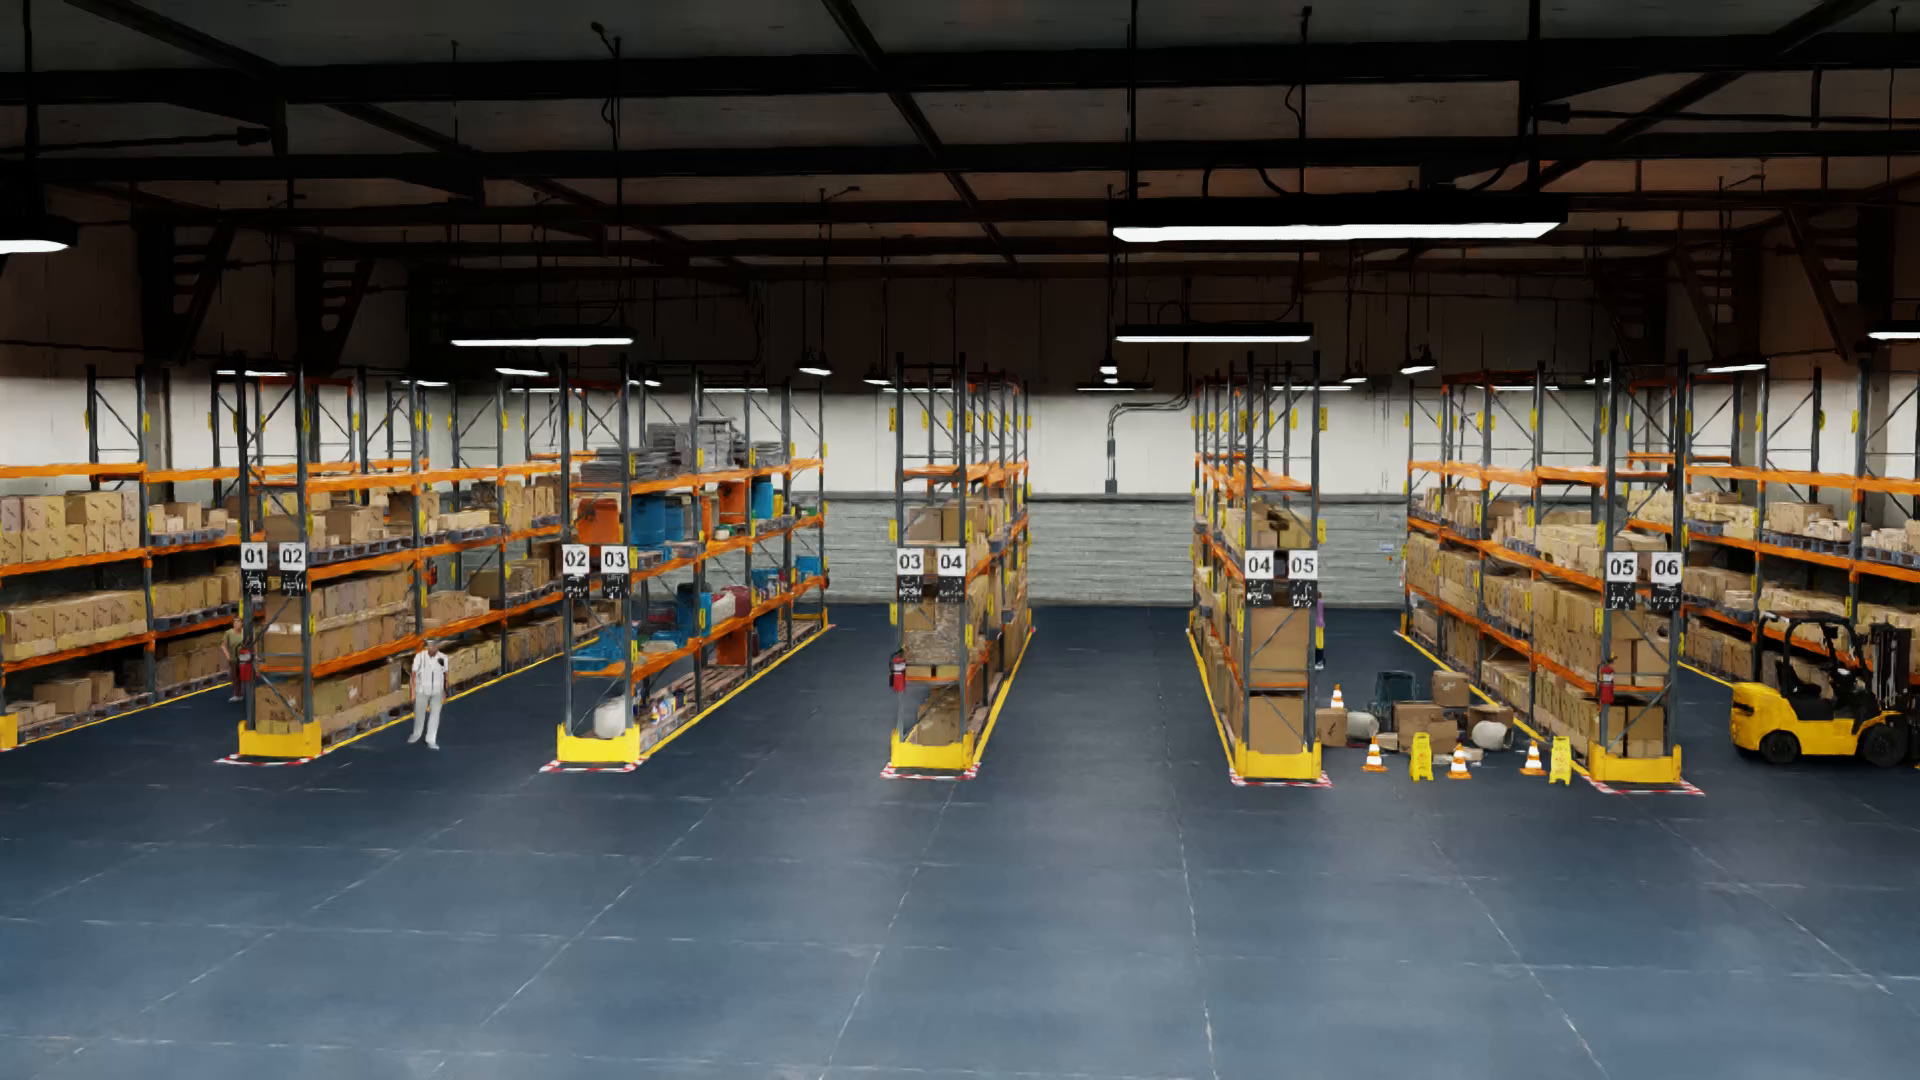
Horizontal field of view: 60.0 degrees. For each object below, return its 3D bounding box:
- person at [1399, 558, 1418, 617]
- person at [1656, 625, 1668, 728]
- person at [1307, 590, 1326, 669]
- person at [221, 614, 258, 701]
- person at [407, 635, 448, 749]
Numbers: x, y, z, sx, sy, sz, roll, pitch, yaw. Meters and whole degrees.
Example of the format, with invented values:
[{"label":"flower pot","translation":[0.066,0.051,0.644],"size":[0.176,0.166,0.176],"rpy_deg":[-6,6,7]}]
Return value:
[{"label":"person","translation":[11.505,1.093,42.330],"size":[0.495,1.775,0.631],"rpy_deg":[-3,5,-32]},{"label":"person","translation":[11.502,2.223,27.303],"size":[0.551,1.653,0.574],"rpy_deg":[3,5,38]},{"label":"person","translation":[7.209,1.795,33.744],"size":[0.523,1.592,0.523],"rpy_deg":[3,5,38]},{"label":"person","translation":[-12.723,2.096,29.465],"size":[0.621,1.601,0.817],"rpy_deg":[-1,4,-11]},{"label":"person","translation":[-8.177,2.316,25.537],"size":[0.602,1.753,0.561],"rpy_deg":[-2,5,-31]}]
